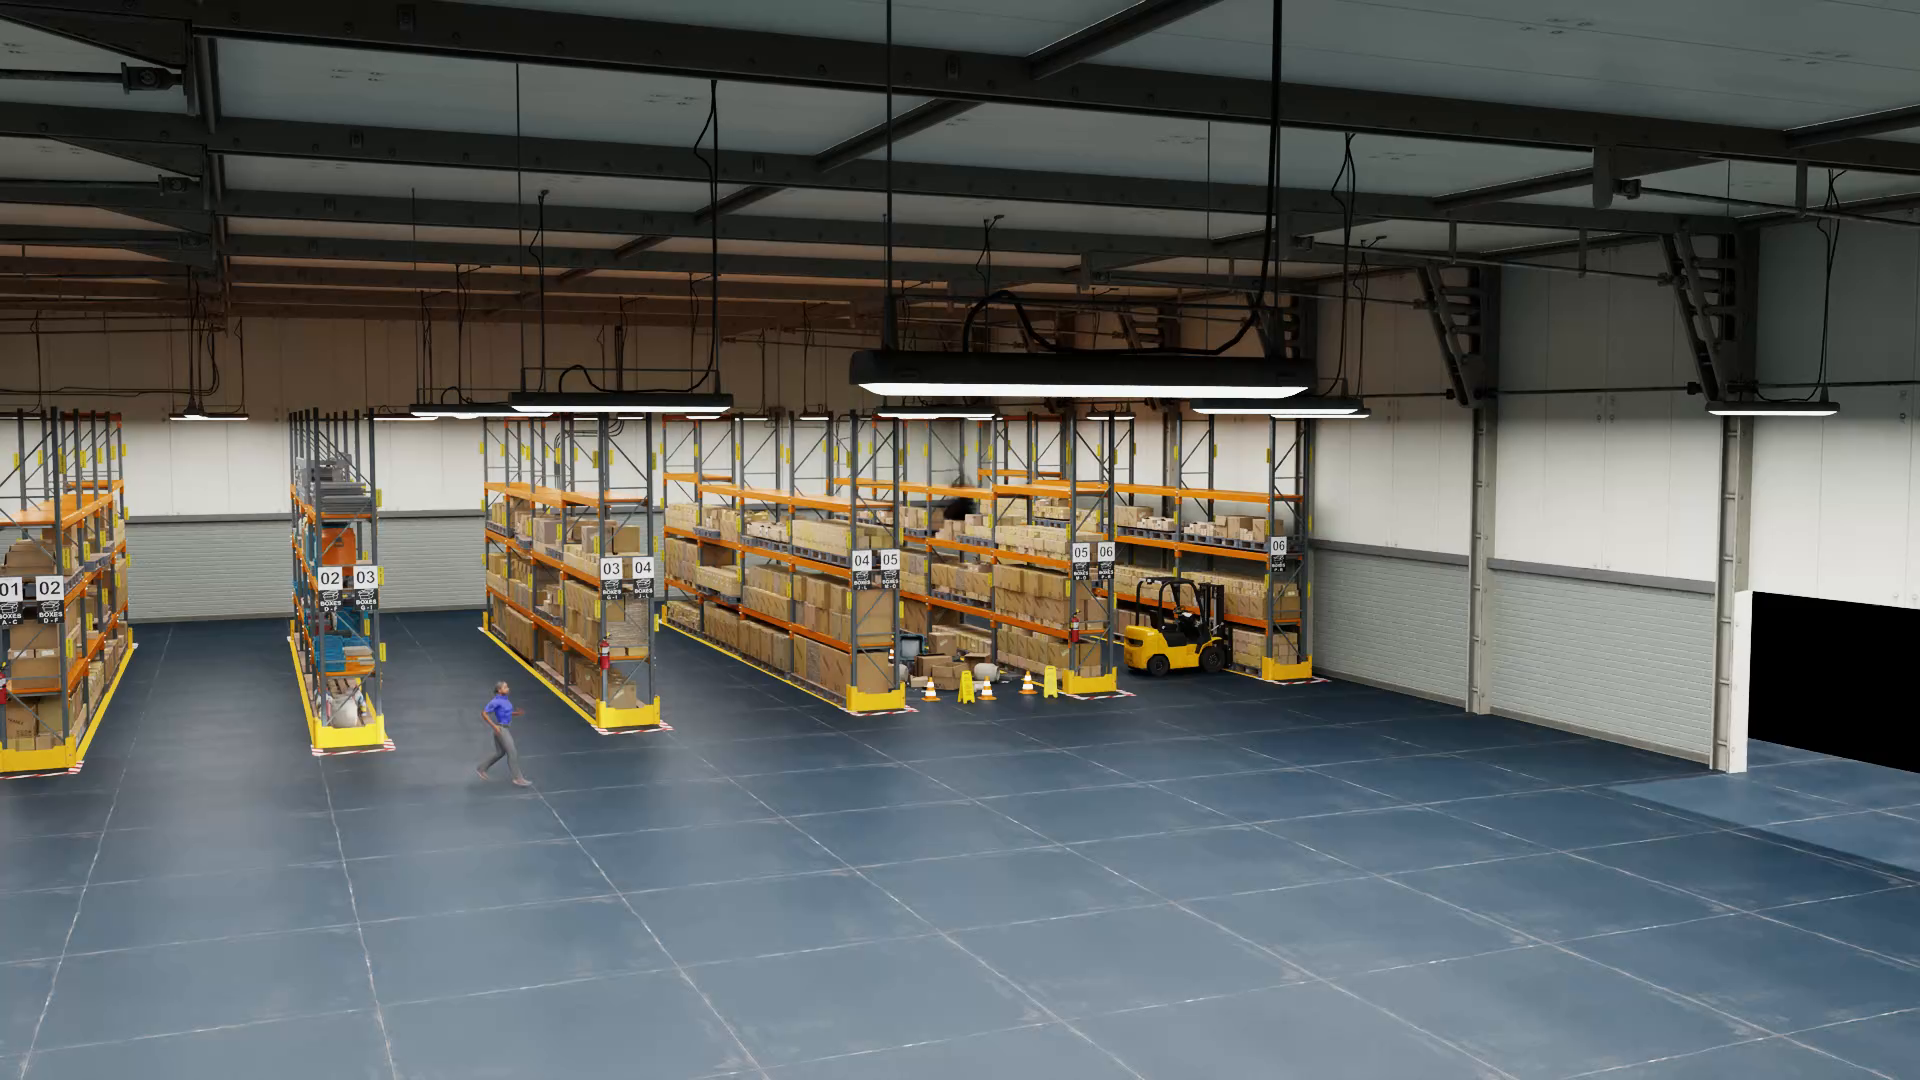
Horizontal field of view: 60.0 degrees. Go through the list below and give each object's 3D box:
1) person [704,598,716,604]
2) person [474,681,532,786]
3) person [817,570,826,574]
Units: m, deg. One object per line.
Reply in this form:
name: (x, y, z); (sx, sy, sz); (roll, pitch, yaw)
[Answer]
person: (-7.363, 1.437, 49.545); (0.580, 1.622, 0.900); (3, 5, 33)
person: (-7.209, 3.038, 26.201); (0.916, 1.653, 0.572); (0, 4, -2)
person: (-4.271, 1.362, 51.218); (0.539, 1.543, 0.602); (0, 4, -5)
